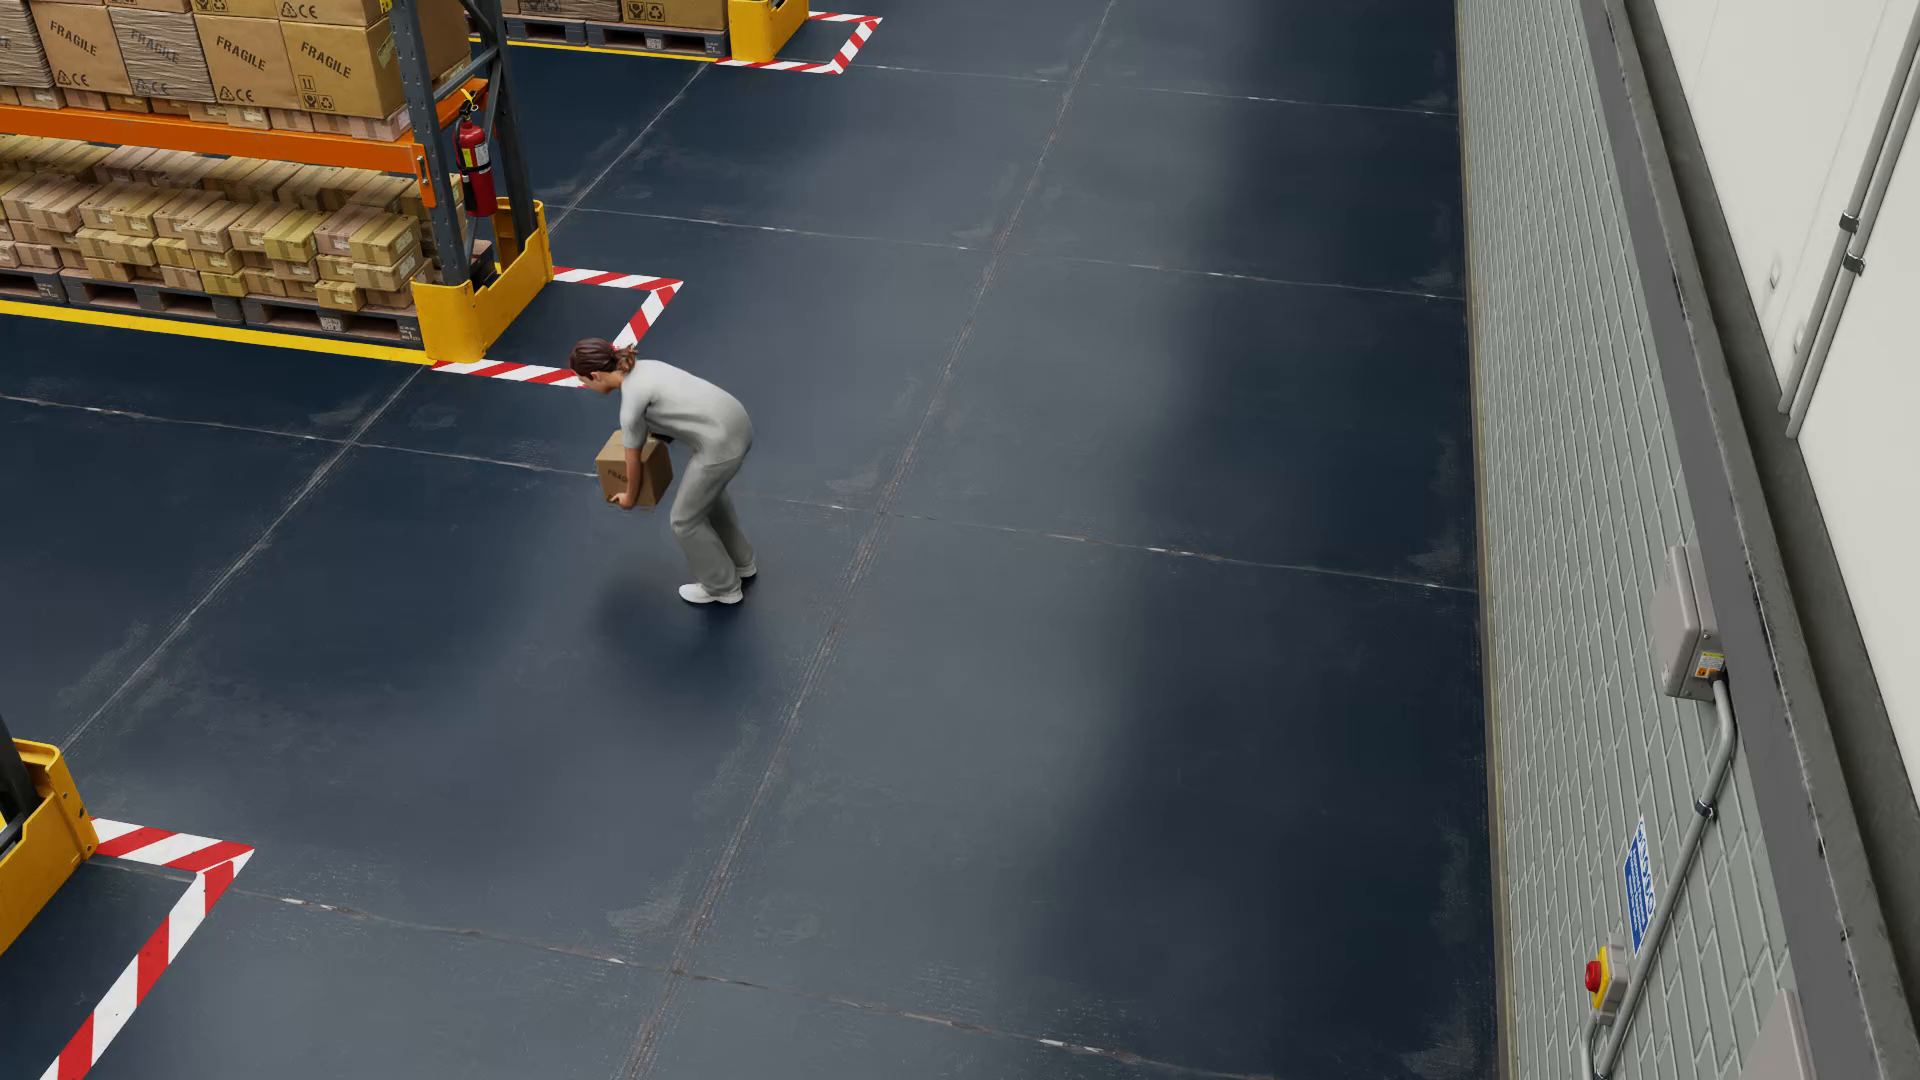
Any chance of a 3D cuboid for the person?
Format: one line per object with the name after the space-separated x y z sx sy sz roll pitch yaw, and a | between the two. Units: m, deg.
-1.347 -0.334 7.714 0.802 1.318 0.423 6 37 9 | person
